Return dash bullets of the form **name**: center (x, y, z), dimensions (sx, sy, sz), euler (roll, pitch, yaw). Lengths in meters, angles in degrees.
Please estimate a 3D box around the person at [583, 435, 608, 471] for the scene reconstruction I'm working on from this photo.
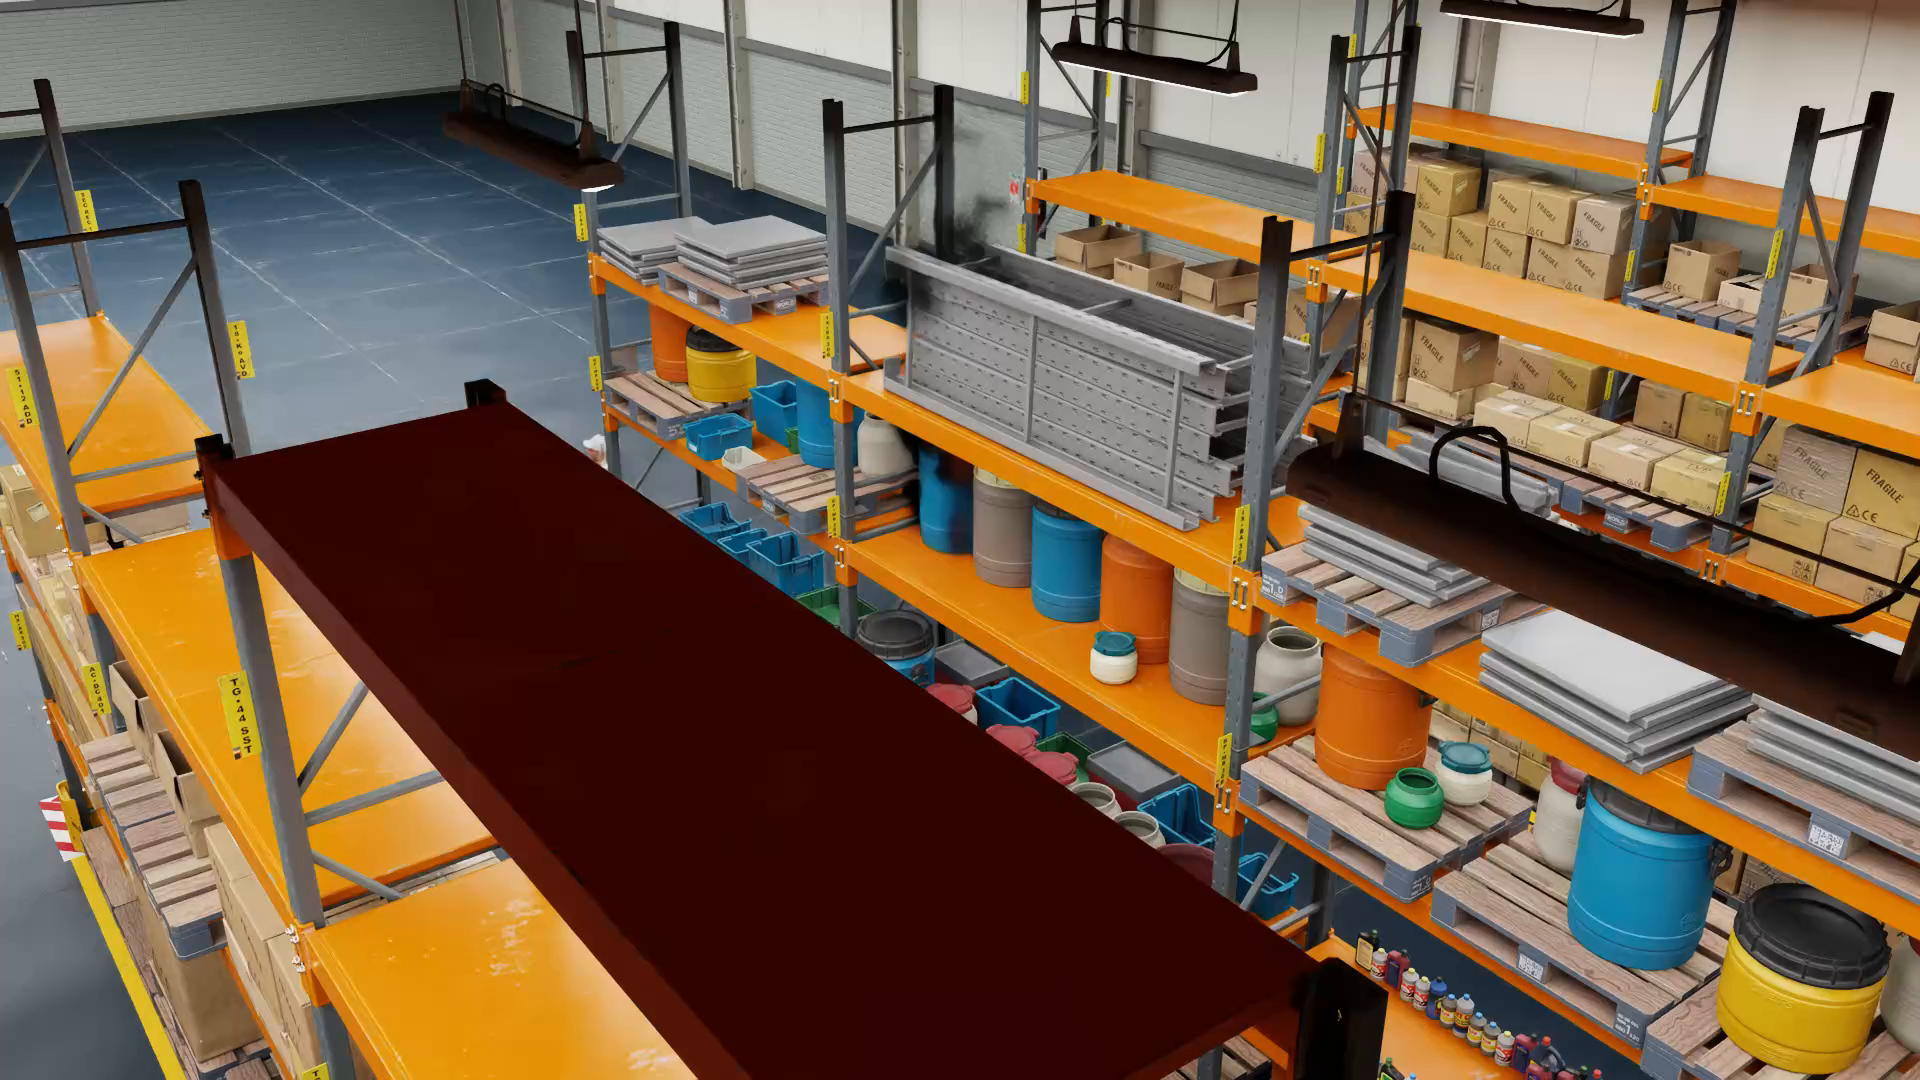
- **person**: center (-3.733, -0.294, 17.532), dimensions (0.675, 1.782, 0.711), euler (1, 25, 2)

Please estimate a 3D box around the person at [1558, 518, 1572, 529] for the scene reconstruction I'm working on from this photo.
- **person**: center (5.692, 0.289, 16.302), dimensions (0.892, 1.678, 0.576), euler (22, 33, 39)
